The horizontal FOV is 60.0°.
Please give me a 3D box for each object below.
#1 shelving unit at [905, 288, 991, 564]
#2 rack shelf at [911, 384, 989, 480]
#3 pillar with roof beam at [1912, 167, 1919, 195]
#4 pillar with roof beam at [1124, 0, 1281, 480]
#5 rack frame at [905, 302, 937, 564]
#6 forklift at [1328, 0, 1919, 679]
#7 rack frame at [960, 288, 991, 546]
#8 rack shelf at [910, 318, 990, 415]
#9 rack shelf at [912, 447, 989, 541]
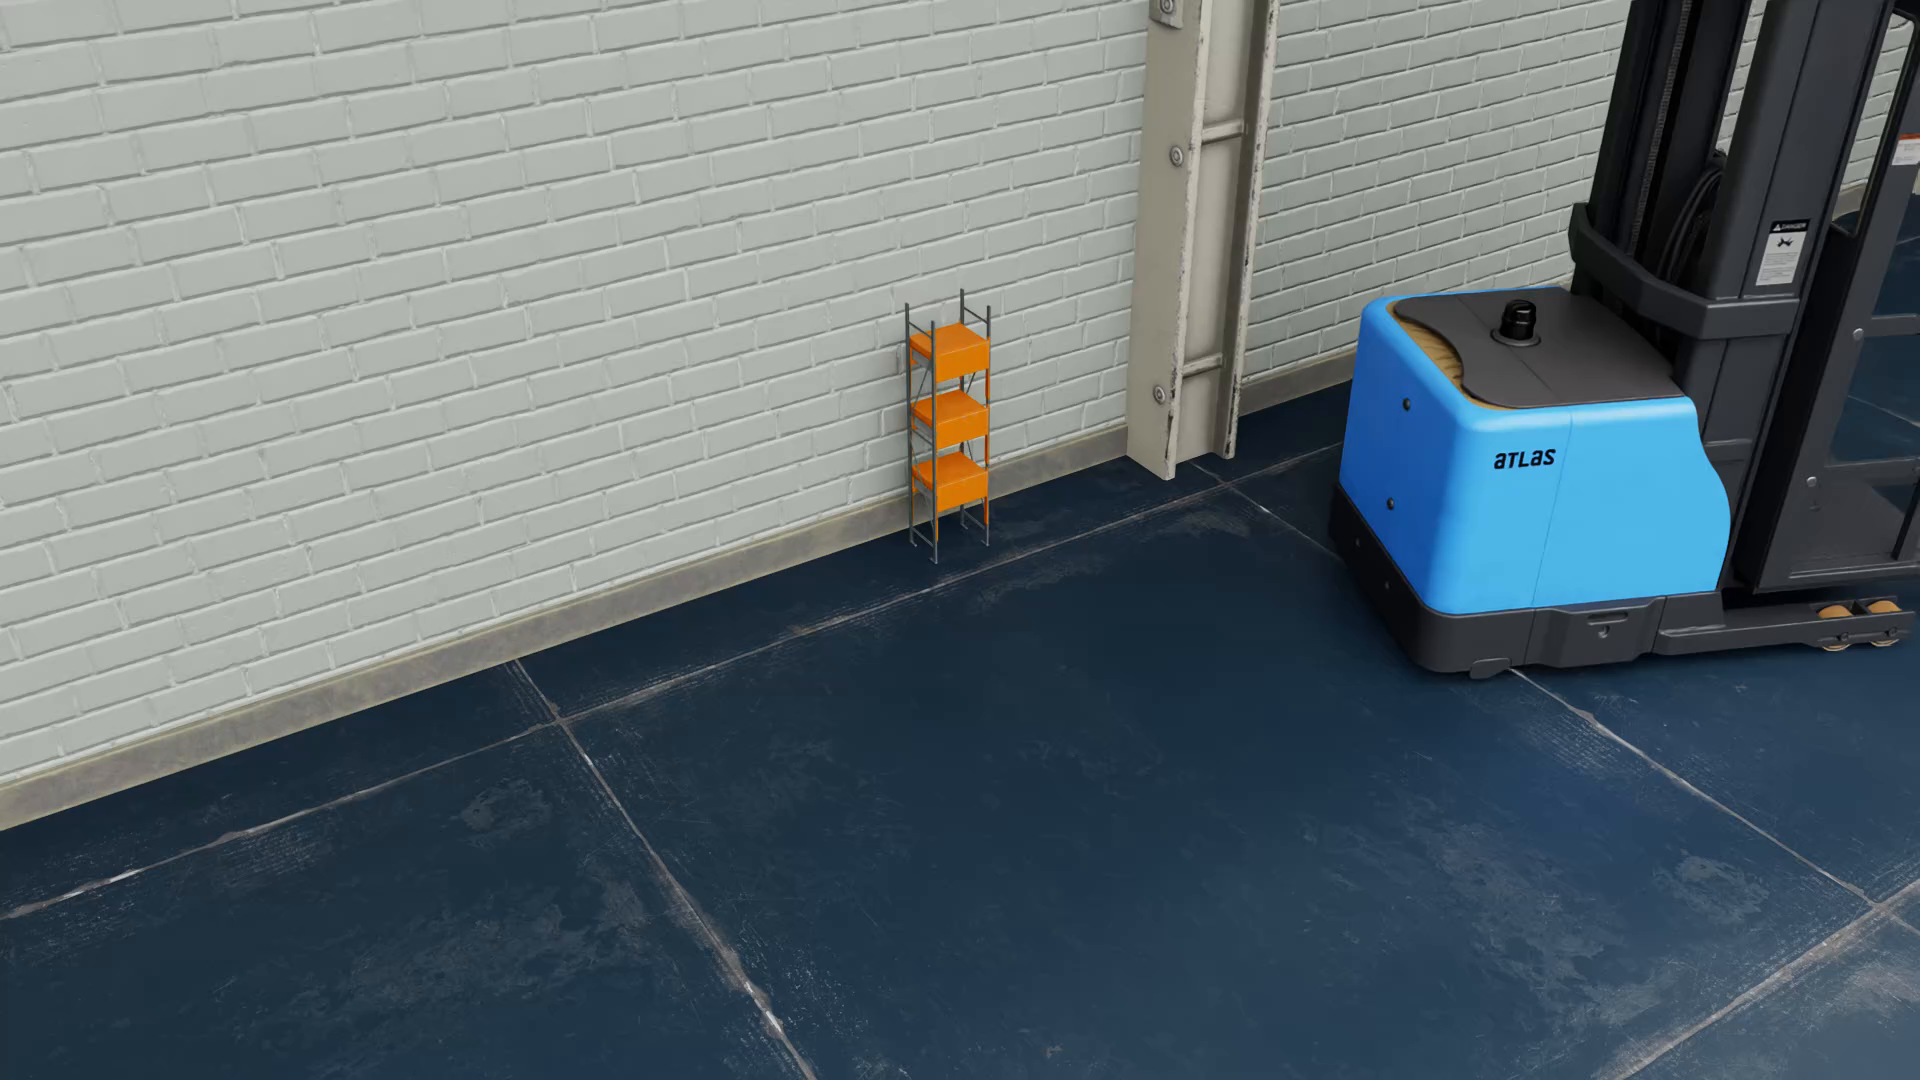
[{"bbox_3d":[-0.045,-0.429,6.445,0.252,1.050,0.215,-19,37,-27],"label":"shelving unit"},{"bbox_3d":[-0.045,-0.420,6.451,0.240,0.259,0.215,-19,37,-27],"label":"rack shelf"},{"bbox_3d":[8.342,-3.992,4.643,0.400,9.000,9.100,-19,37,-27],"label":"pillar with roof beam"},{"bbox_3d":[3.299,-2.257,1.894,0.400,9.000,9.100,-19,37,-27],"label":"pillar with roof beam"},{"bbox_3d":[-0.147,-0.393,6.389,0.008,1.050,0.200,-19,37,-27],"label":"rack frame"},{"bbox_3d":[3.038,-1.106,5.755,3.031,2.935,1.130,-5,33,-8],"label":"forklift"},{"bbox_3d":[0.058,-0.464,6.501,0.008,1.050,0.200,-19,37,-27],"label":"rack frame"},{"bbox_3d":[-0.045,-0.660,6.300,0.240,0.259,0.215,-19,37,-27],"label":"rack shelf"},{"bbox_3d":[-0.045,-0.185,6.599,0.240,0.259,0.215,-19,37,-27],"label":"rack shelf"}]
